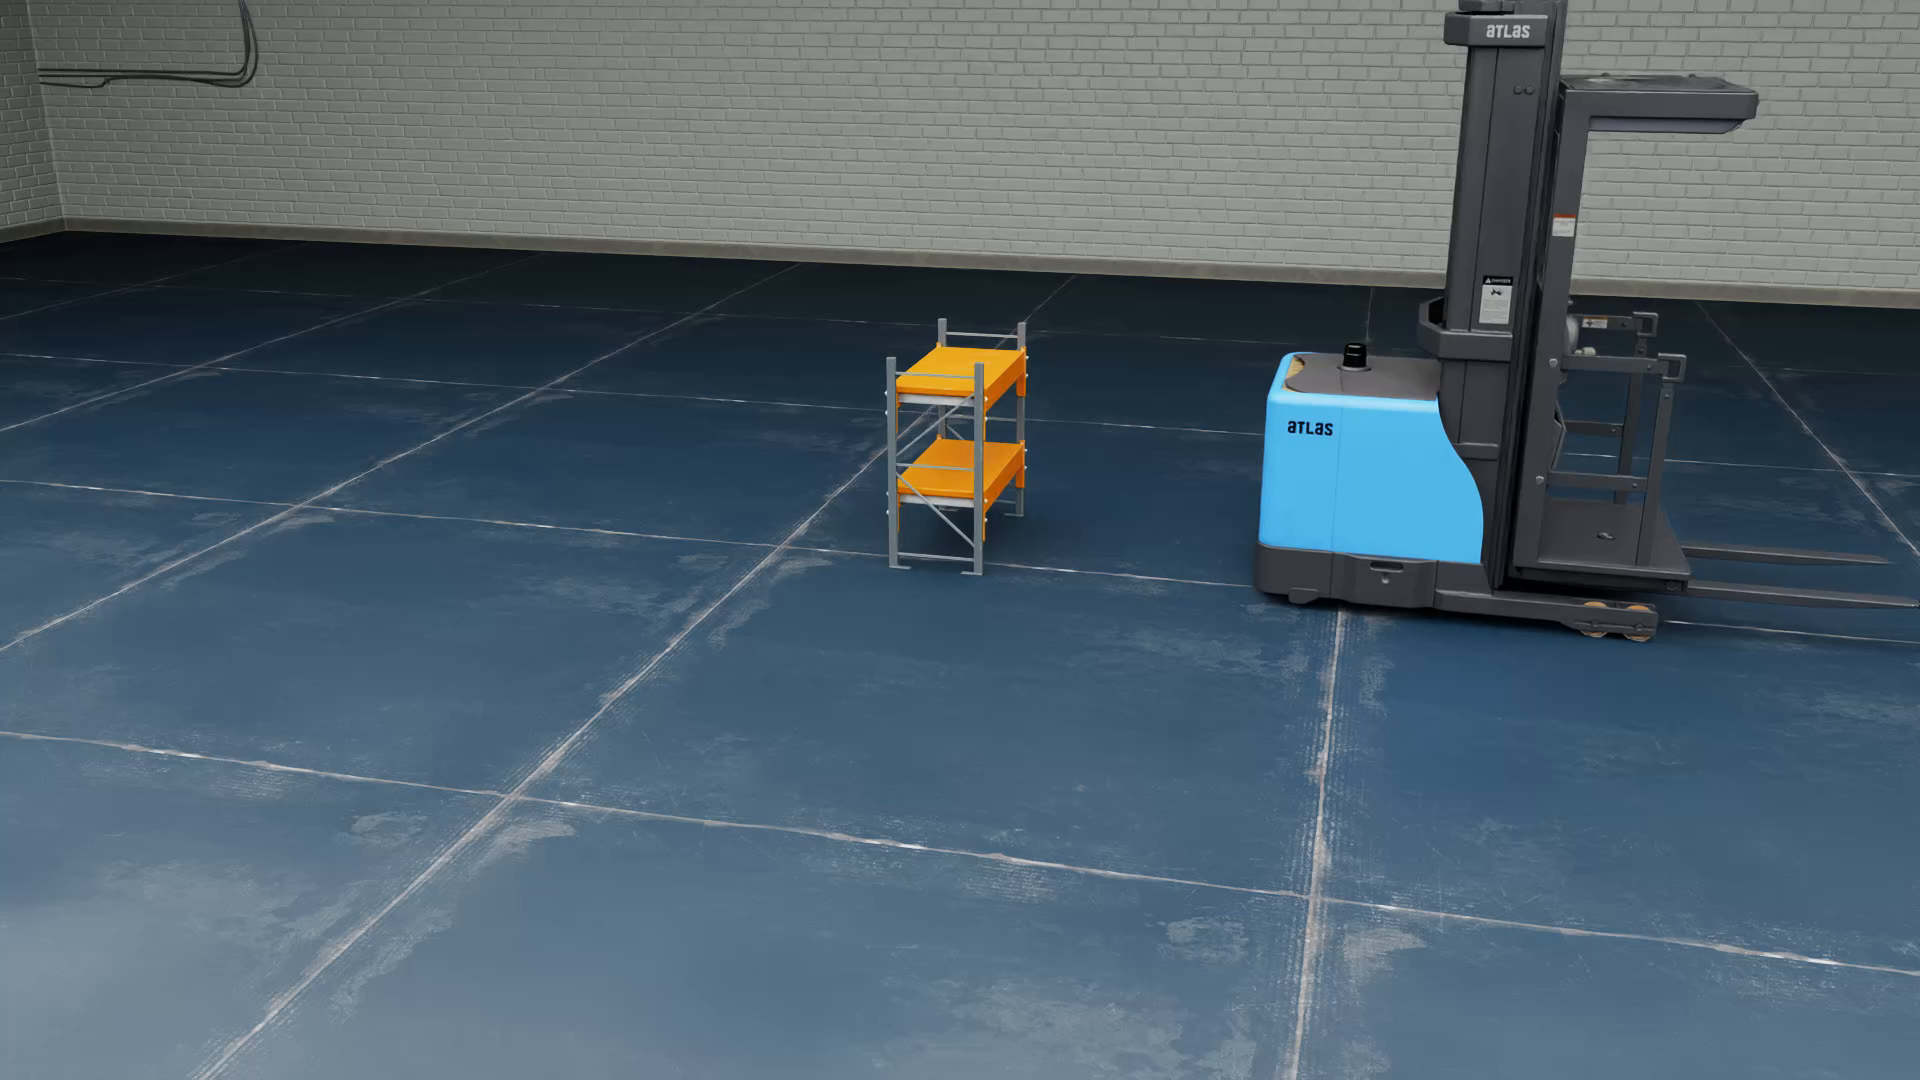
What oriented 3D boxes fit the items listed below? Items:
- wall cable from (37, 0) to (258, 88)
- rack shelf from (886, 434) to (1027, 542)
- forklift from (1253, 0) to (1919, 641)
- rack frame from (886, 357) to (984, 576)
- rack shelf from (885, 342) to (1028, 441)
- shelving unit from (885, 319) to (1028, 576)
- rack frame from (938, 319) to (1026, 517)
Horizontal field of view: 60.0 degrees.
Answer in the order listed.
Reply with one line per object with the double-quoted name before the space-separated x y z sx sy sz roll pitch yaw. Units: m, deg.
"wall cable" -9.457 -6.426 18.883 3.097 2.526 0.112 5 19 13
"rack shelf" -0.002 -0.299 9.079 0.538 0.278 1.000 5 19 13
"forklift" 3.039 -1.102 7.880 3.031 2.935 1.130 5 19 14
"rack frame" -0.126 -0.371 8.533 0.500 1.125 0.032 5 19 13
"rack shelf" -0.002 -0.807 8.905 0.538 0.278 1.000 5 19 13
"shelving unit" -0.002 -0.530 9.000 0.538 1.125 1.048 5 19 13
"rack frame" 0.123 -0.690 9.466 0.500 1.125 0.032 5 19 13
